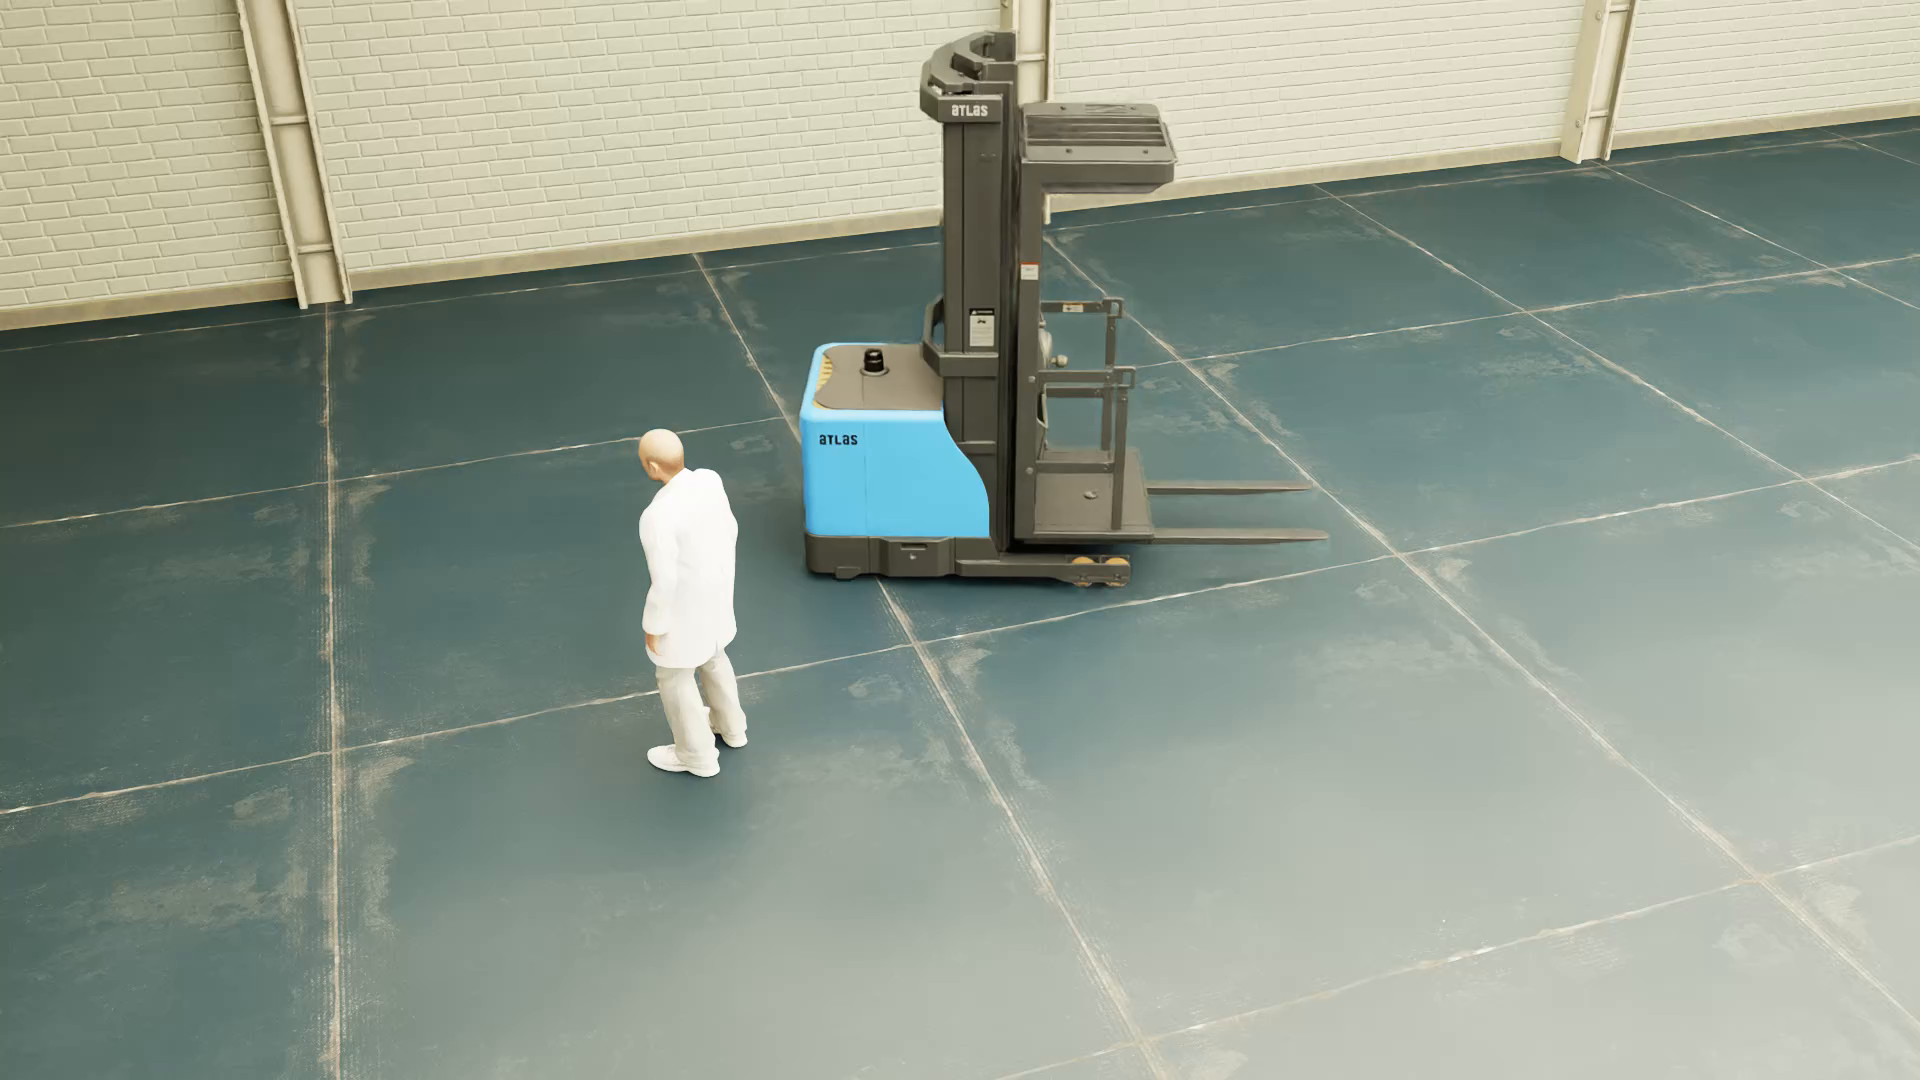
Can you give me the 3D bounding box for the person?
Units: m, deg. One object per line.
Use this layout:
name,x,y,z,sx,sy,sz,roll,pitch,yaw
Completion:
person,-1.266,0.290,7.745,0.429,1.772,0.644,15,33,24

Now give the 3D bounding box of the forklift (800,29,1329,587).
forklift,0.625,-1.269,9.292,3.031,2.935,1.130,0,30,1
